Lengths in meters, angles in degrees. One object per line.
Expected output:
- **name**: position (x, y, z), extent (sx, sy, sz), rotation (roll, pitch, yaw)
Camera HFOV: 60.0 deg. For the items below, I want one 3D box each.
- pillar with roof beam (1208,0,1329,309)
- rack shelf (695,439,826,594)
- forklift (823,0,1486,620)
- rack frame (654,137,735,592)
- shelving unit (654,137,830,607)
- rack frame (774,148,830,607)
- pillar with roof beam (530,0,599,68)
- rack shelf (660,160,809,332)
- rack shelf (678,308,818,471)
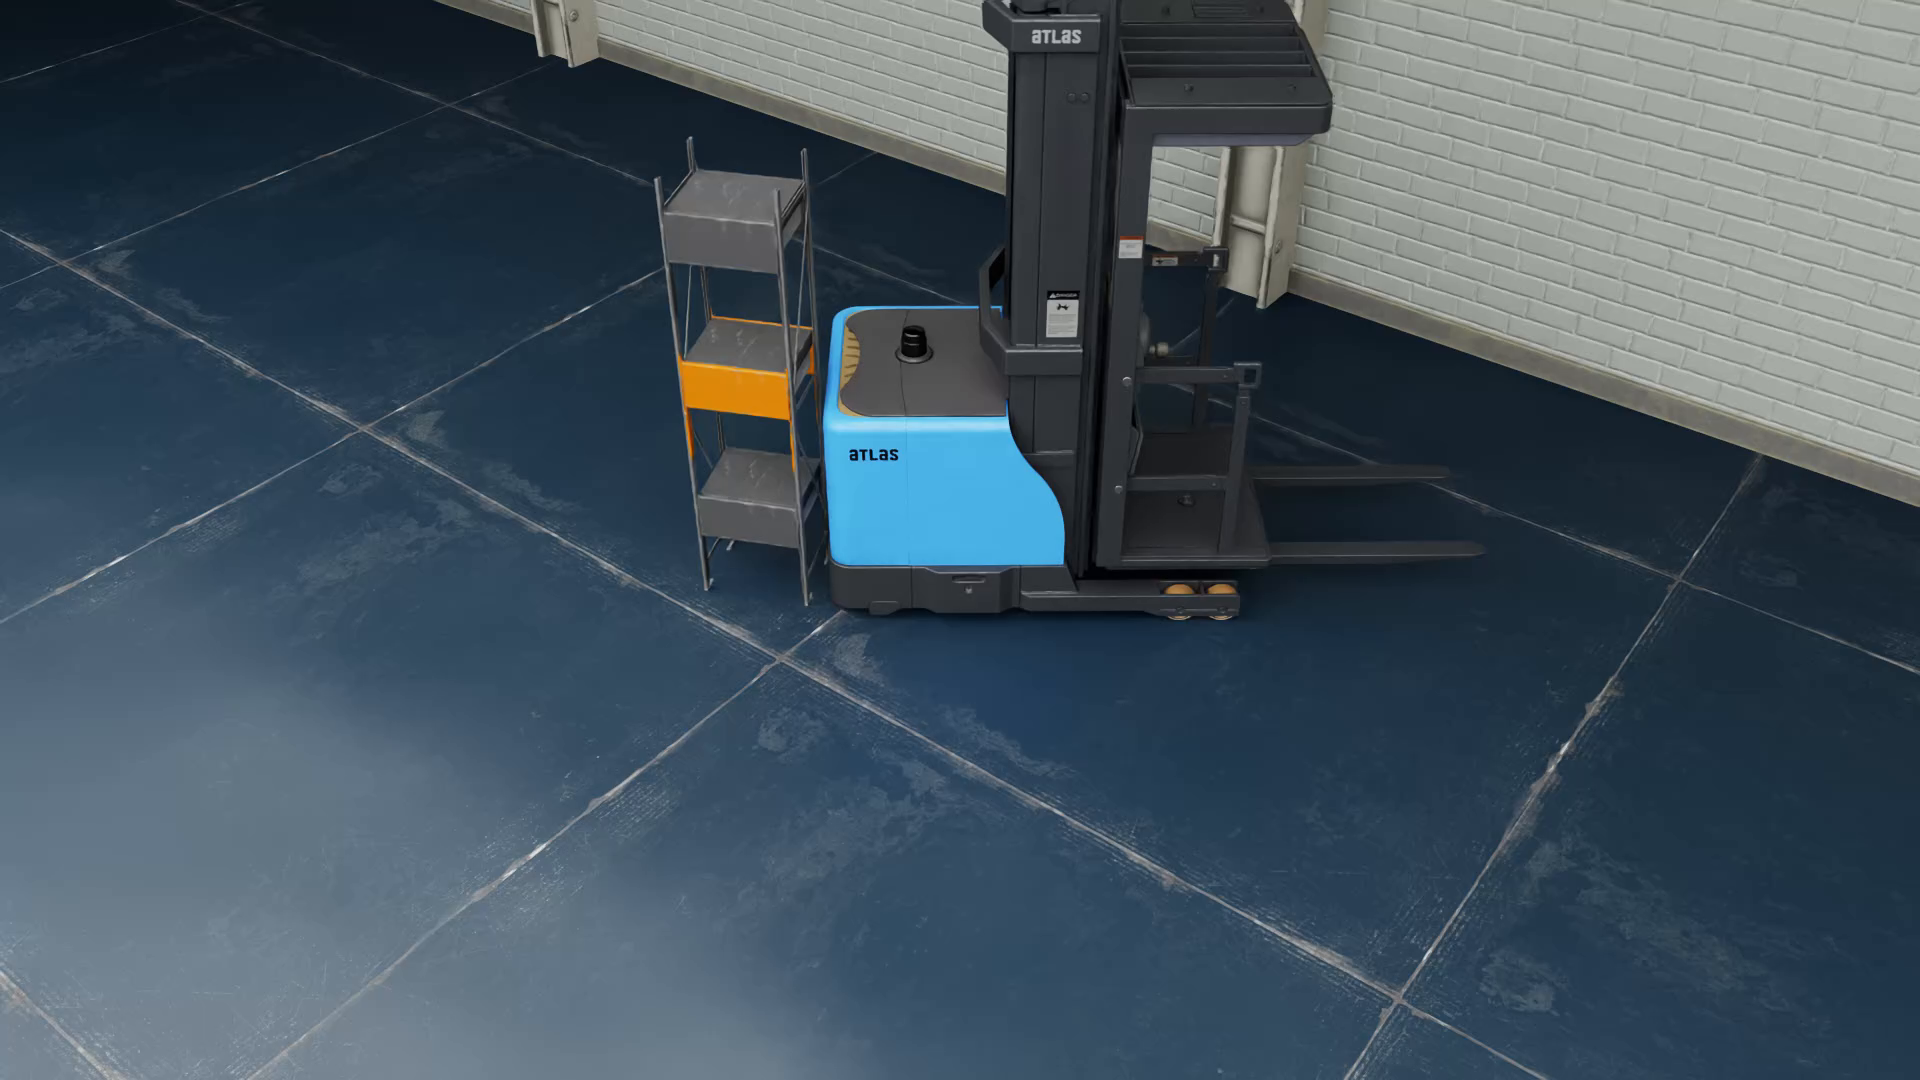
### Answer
- **pillar with roof beam**: position (-0.877, -2.951, 4.580), extent (0.400, 9.000, 9.100), rotation (25, 45, 29)
- **rack shelf**: position (-0.908, -0.109, 7.705), extent (0.480, 0.518, 0.431), rotation (8, 39, 10)
- **forklift**: position (0.914, -1.115, 7.158), extent (3.031, 2.935, 1.130), rotation (0, 38, 0)
- **rack frame**: position (-1.146, -0.704, 7.307), extent (0.015, 2.100, 0.400), rotation (8, 39, 10)
- **shelving unit**: position (-0.908, -0.671, 7.265), extent (0.503, 2.100, 0.431), rotation (8, 39, 10)
- **rack frame**: position (-0.670, -0.638, 7.223), extent (0.015, 2.100, 0.400), rotation (8, 39, 10)
- **pillar with roof beam**: position (-5.643, -5.198, 7.450), extent (0.400, 9.000, 9.100), rotation (25, 45, 29)
- **rack shelf**: position (-0.908, -1.212, 6.842), extent (0.480, 0.518, 0.431), rotation (8, 39, 10)
- **rack shelf**: position (-0.908, -0.660, 7.273), extent (0.480, 0.518, 0.431), rotation (8, 39, 10)
